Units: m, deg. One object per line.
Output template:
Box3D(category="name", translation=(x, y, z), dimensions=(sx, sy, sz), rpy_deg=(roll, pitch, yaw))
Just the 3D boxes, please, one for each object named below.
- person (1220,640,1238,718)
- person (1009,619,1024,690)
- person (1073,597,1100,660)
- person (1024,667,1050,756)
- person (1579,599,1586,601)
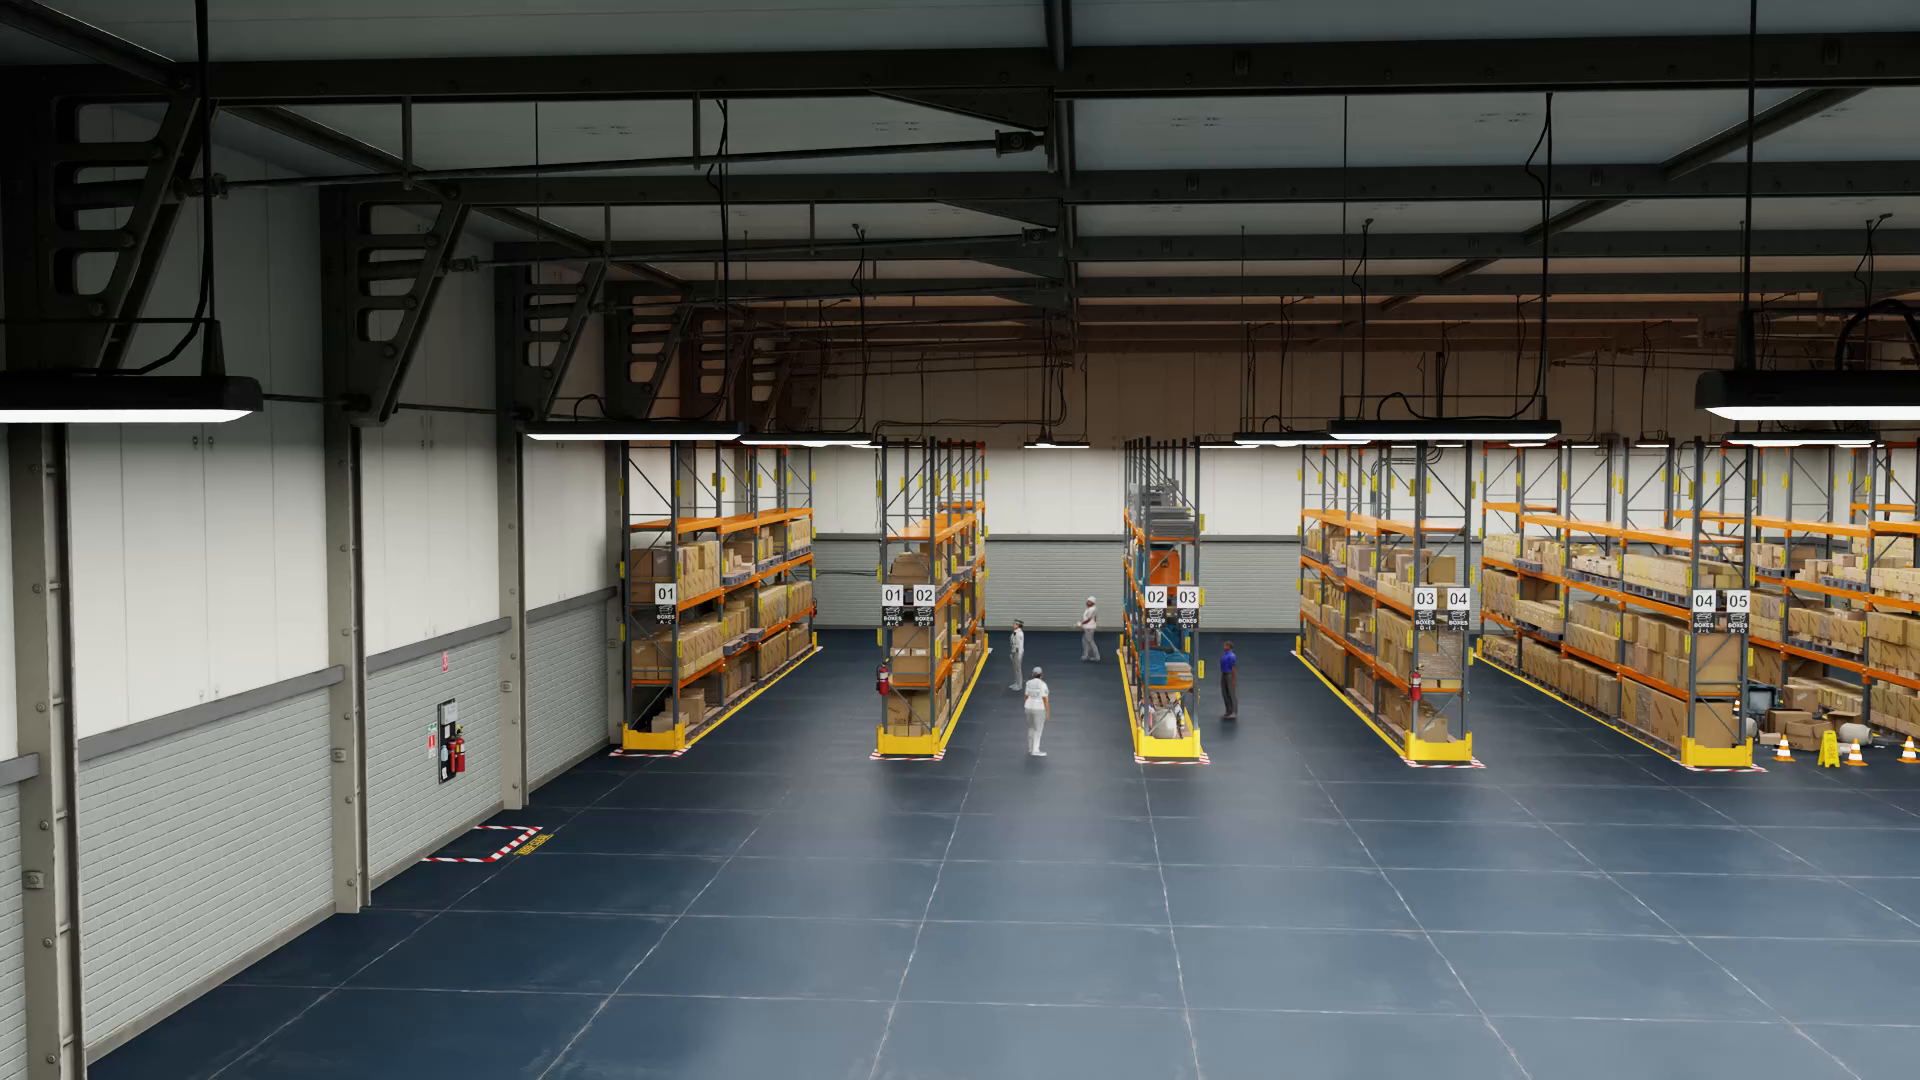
Box3D(category="person", translation=(5.773, 2.996, 35.656), dimensions=(0.340, 1.697, 0.546), rpy_deg=(-1, 3, -19))
Box3D(category="person", translation=(1.367, 2.742, 40.035), dimensions=(0.346, 1.706, 0.514), rpy_deg=(-1, 3, -10))
Box3D(category="person", translation=(3.515, 2.468, 45.438), dimensions=(0.686, 1.842, 0.736), rpy_deg=(2, 3, 28))
Box3D(category="person", translation=(1.476, 3.232, 31.357), dimensions=(0.486, 1.678, 0.560), rpy_deg=(-2, 4, -38))
Box3D(category="person", translation=(17.031, 2.463, 45.550), dimensions=(0.561, 1.686, 0.695), rpy_deg=(-1, 3, -25))
